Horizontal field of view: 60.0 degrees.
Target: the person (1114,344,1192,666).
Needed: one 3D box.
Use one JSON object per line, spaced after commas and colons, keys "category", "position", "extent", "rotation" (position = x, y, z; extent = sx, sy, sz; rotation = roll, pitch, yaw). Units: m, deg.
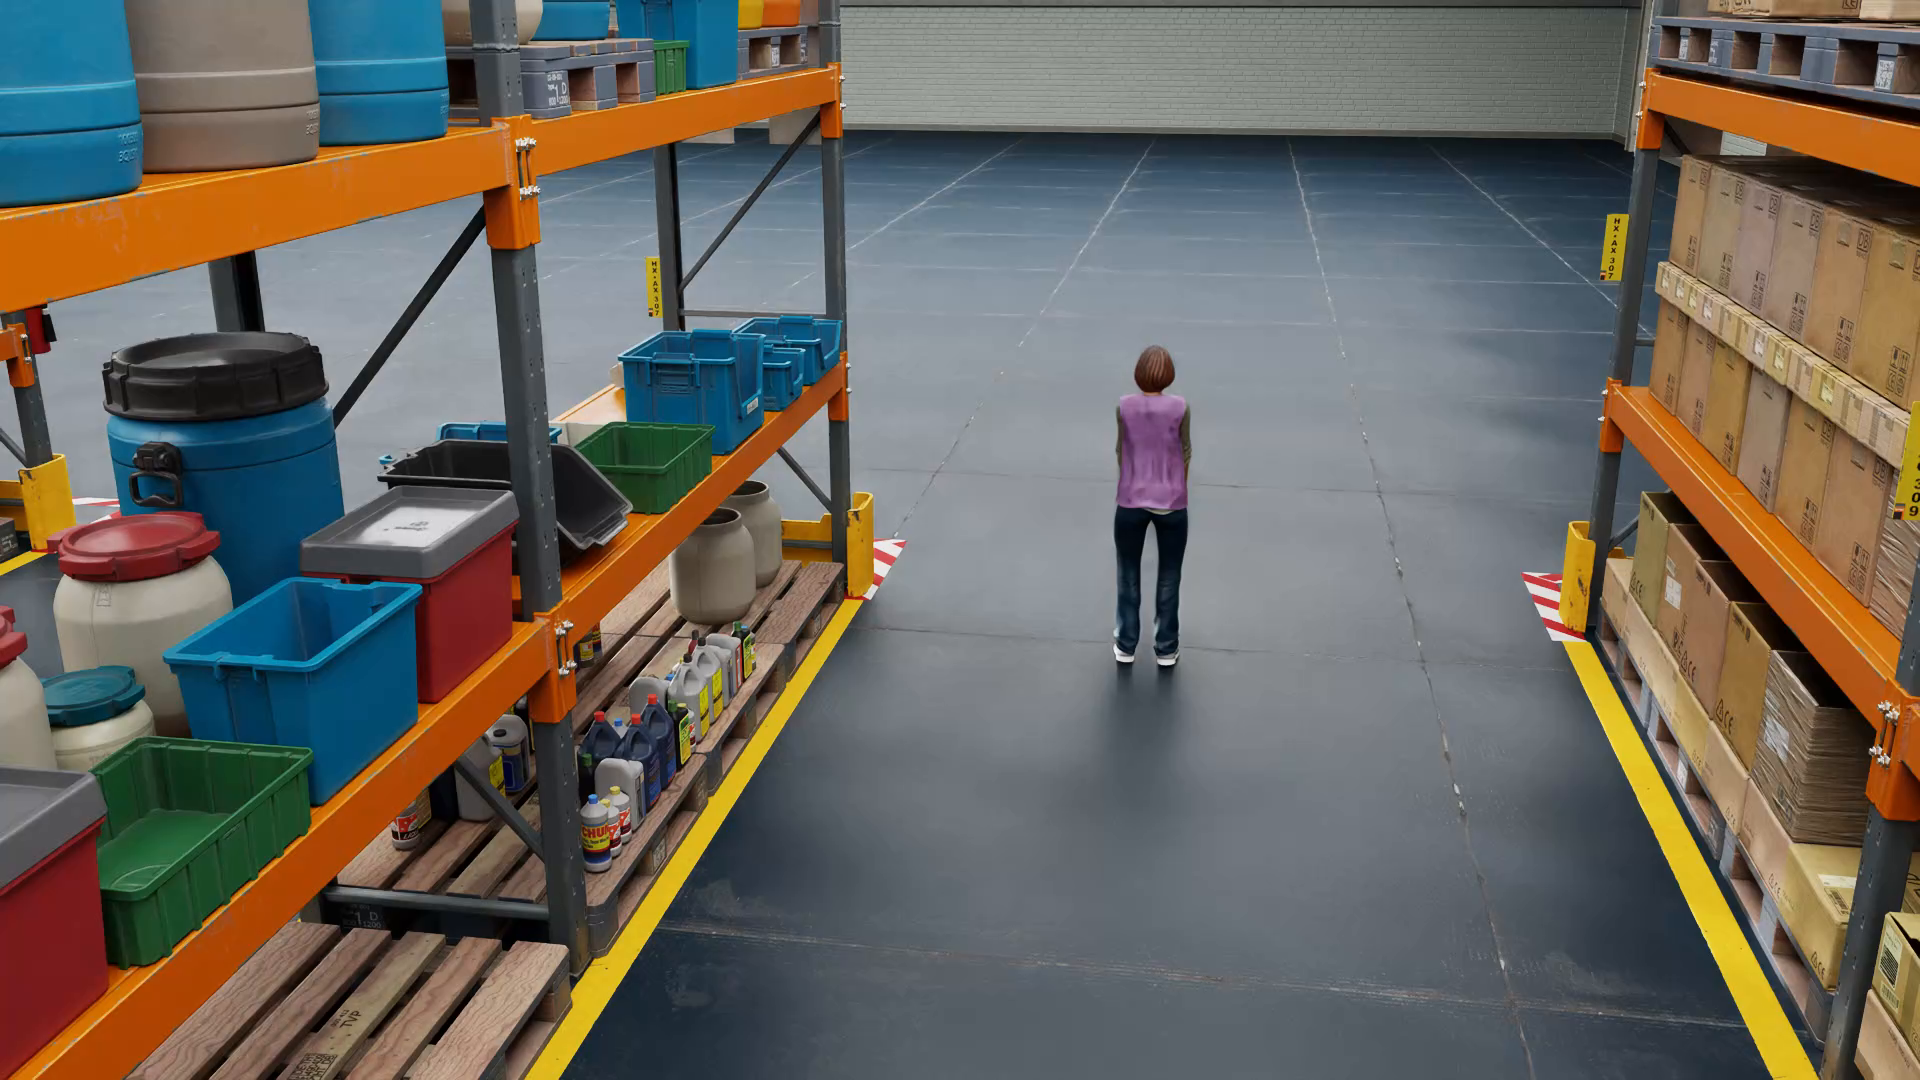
{"category": "person", "position": [0.937, -0.185, 8.143], "extent": [0.375, 1.600, 0.502], "rotation": [3, 18, 8]}
